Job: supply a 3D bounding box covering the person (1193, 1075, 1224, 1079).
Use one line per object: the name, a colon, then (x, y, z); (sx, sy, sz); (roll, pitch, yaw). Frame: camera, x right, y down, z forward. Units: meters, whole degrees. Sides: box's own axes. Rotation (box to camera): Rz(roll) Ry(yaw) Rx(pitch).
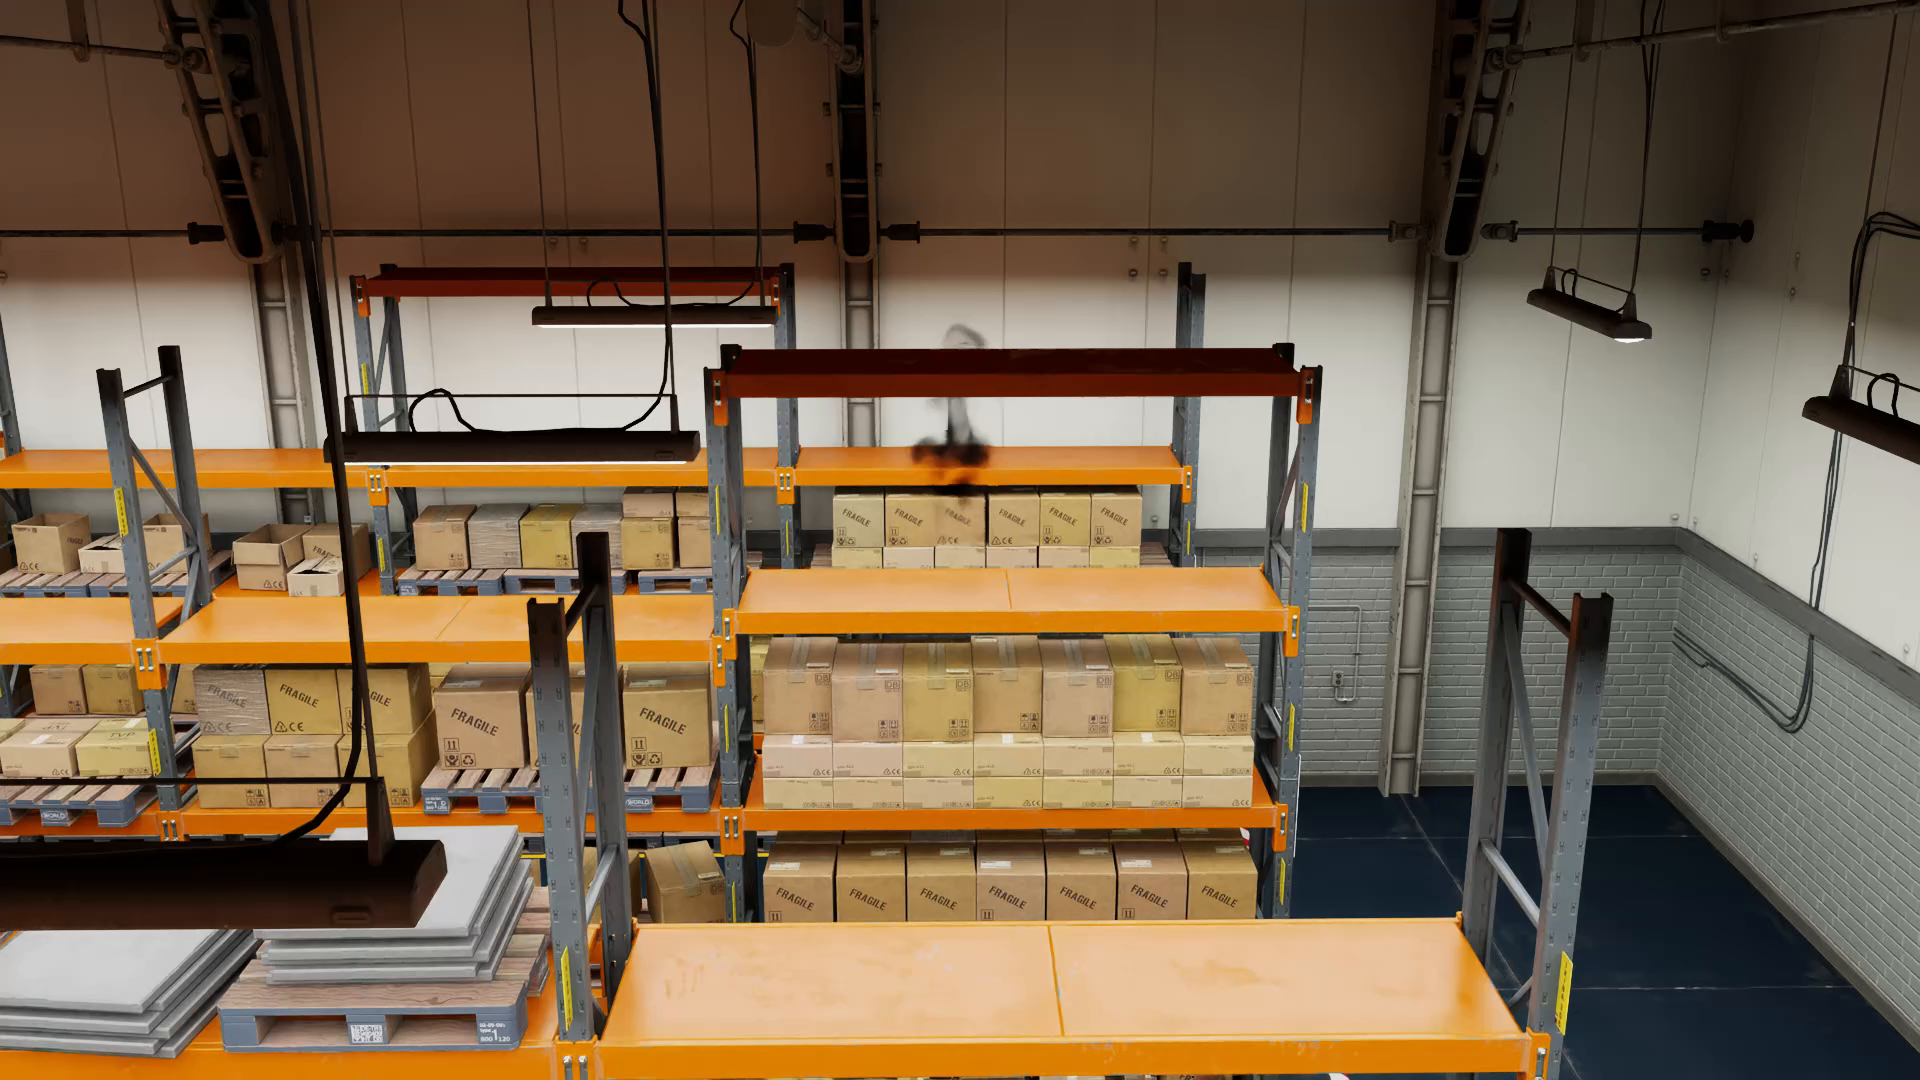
person: (1.631, 4.279, 11.234); (0.549, 1.454, 0.550); (-6, 17, -19)
